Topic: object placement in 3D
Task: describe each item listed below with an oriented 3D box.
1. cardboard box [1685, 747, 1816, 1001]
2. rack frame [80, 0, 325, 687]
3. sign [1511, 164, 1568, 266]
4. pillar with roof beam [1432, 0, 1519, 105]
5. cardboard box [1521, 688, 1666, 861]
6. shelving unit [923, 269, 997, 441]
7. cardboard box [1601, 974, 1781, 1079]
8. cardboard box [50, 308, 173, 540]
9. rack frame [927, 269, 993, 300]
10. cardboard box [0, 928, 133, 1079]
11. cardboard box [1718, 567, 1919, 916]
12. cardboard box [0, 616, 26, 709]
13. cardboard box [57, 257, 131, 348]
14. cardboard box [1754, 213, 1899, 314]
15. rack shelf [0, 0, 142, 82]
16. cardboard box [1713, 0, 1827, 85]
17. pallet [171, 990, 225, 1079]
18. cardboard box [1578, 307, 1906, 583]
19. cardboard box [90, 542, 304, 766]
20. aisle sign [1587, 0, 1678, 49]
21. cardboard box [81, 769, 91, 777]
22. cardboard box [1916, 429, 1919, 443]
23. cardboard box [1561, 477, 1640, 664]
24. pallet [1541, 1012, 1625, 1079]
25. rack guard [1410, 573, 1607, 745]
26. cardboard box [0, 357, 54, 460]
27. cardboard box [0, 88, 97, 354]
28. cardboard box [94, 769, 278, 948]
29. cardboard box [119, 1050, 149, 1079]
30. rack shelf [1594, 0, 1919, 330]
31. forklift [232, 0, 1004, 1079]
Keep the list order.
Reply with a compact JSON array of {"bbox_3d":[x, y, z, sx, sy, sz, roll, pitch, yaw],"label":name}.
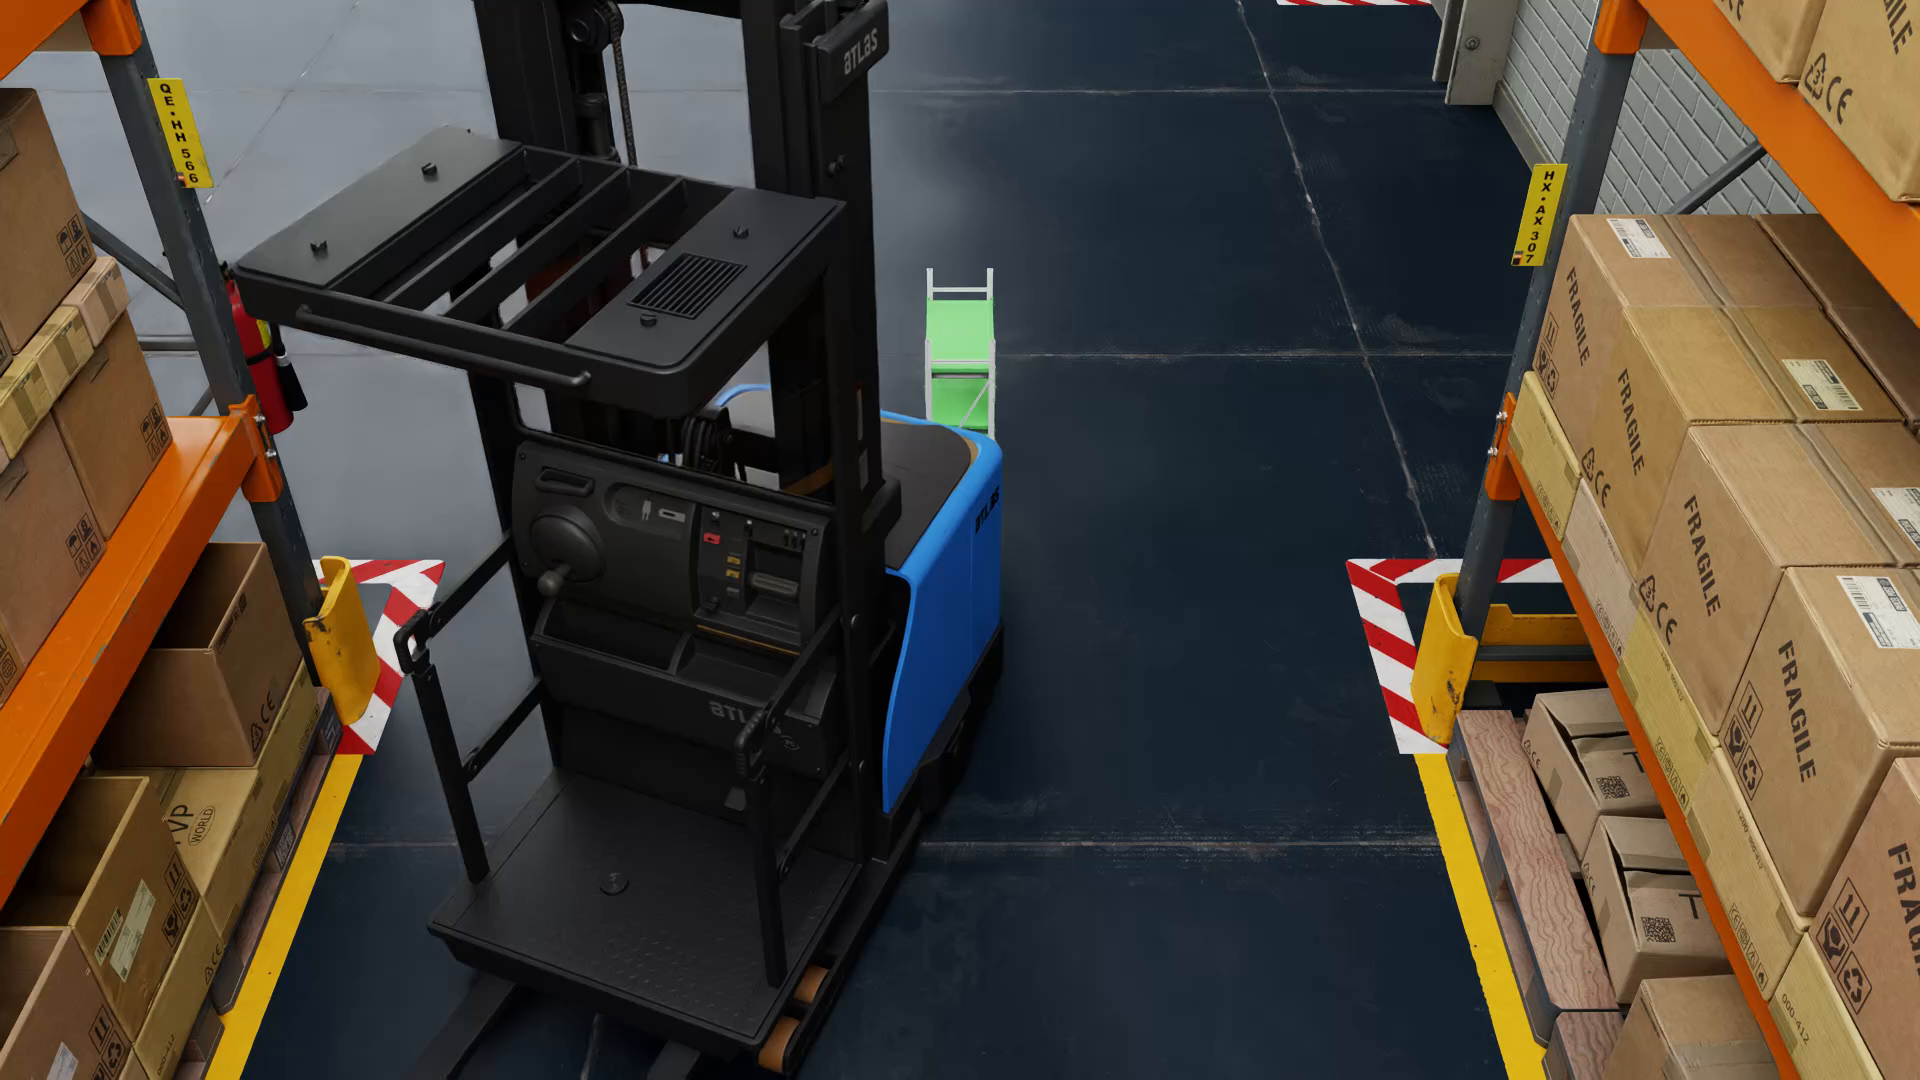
[{"bbox_3d":[1.920,0.710,3.569,0.500,0.250,0.500,0,39,0],"label":"cardboard box"},{"bbox_3d":[-2.724,-0.599,5.099,1.000,3.000,0.127,0,39,0],"label":"rack frame"},{"bbox_3d":[1.687,-0.943,4.835,0.100,0.325,0.005,0,39,0],"label":"sign"},{"bbox_3d":[-1.217,-6.258,7.363,9.100,9.000,0.400,0,39,0],"label":"pillar with roof beam"},{"bbox_3d":[2.140,0.705,5.270,0.500,0.311,0.500,-4,39,-5],"label":"cardboard box"},{"bbox_3d":[0.000,-0.365,6.246,0.258,1.200,0.503,0,39,0],"label":"shelving unit"},{"bbox_3d":[2.092,1.446,4.193,0.700,0.500,0.500,-2,39,-3],"label":"cardboard box"},{"bbox_3d":[-2.737,-0.347,4.704,0.700,0.500,0.500,0,39,0],"label":"cardboard box"},{"bbox_3d":[0.000,-0.517,6.436,0.240,1.200,0.015,0,39,0],"label":"rack frame"},{"bbox_3d":[-2.411,1.290,4.005,0.500,0.500,0.500,0,39,0],"label":"cardboard box"},{"bbox_3d":[1.927,0.406,3.348,0.500,0.500,0.500,1,39,1],"label":"cardboard box"},{"bbox_3d":[-2.736,0.292,3.907,0.700,0.500,0.500,0,39,0],"label":"cardboard box"},{"bbox_3d":[-2.533,-0.653,4.567,0.380,0.149,0.250,-1,39,-1],"label":"cardboard box"},{"bbox_3d":[2.442,-0.553,4.545,0.500,0.500,0.500,0,39,-1],"label":"cardboard box"},{"bbox_3d":[-2.722,-0.239,2.826,1.077,0.370,4.000,0,39,0],"label":"rack shelf"},{"bbox_3d":[1.945,-1.278,3.451,0.500,0.500,0.500,2,39,3],"label":"cardboard box"},{"bbox_3d":[-2.683,1.728,4.425,1.003,0.211,1.213,0,39,0],"label":"pallet"},{"bbox_3d":[1.920,-0.239,4.154,0.500,0.500,0.500,0,39,0],"label":"cardboard box"},{"bbox_3d":[-2.426,0.352,5.175,0.500,0.500,0.500,0,39,0],"label":"cardboard box"},{"bbox_3d":[1.929,-1.665,4.350,0.394,0.787,0.004,0,39,0],"label":"aisle sign"},{"bbox_3d":[-2.942,0.958,5.019,0.500,0.250,0.500,0,39,0],"label":"cardboard box"},{"bbox_3d":[2.438,0.085,3.749,0.500,0.500,0.500,-1,39,-1],"label":"cardboard box"},{"bbox_3d":[1.927,0.075,4.361,0.500,0.250,0.500,-1,39,-1],"label":"cardboard box"},{"bbox_3d":[2.193,1.799,4.336,1.003,0.211,1.213,0,39,0],"label":"pallet"},{"bbox_3d":[2.229,0.418,5.829,1.175,0.500,0.348,0,39,0],"label":"rack guard"},{"bbox_3d":[-2.531,-0.329,4.163,0.380,0.149,0.250,-1,39,-1],"label":"cardboard box"},{"bbox_3d":[-2.737,-0.820,4.257,0.700,0.500,0.500,0,39,0],"label":"cardboard box"},{"bbox_3d":[-2.416,0.957,5.020,0.500,0.250,0.500,0,39,0],"label":"cardboard box"},{"bbox_3d":[-2.415,1.583,4.239,0.500,0.250,0.500,0,39,0],"label":"cardboard box"},{"bbox_3d":[2.232,-0.244,2.833,1.077,0.370,4.000,0,39,0],"label":"rack shelf"},{"bbox_3d":[-0.868,0.096,4.286,1.130,2.935,3.031,14,41,17],"label":"forklift"}]
